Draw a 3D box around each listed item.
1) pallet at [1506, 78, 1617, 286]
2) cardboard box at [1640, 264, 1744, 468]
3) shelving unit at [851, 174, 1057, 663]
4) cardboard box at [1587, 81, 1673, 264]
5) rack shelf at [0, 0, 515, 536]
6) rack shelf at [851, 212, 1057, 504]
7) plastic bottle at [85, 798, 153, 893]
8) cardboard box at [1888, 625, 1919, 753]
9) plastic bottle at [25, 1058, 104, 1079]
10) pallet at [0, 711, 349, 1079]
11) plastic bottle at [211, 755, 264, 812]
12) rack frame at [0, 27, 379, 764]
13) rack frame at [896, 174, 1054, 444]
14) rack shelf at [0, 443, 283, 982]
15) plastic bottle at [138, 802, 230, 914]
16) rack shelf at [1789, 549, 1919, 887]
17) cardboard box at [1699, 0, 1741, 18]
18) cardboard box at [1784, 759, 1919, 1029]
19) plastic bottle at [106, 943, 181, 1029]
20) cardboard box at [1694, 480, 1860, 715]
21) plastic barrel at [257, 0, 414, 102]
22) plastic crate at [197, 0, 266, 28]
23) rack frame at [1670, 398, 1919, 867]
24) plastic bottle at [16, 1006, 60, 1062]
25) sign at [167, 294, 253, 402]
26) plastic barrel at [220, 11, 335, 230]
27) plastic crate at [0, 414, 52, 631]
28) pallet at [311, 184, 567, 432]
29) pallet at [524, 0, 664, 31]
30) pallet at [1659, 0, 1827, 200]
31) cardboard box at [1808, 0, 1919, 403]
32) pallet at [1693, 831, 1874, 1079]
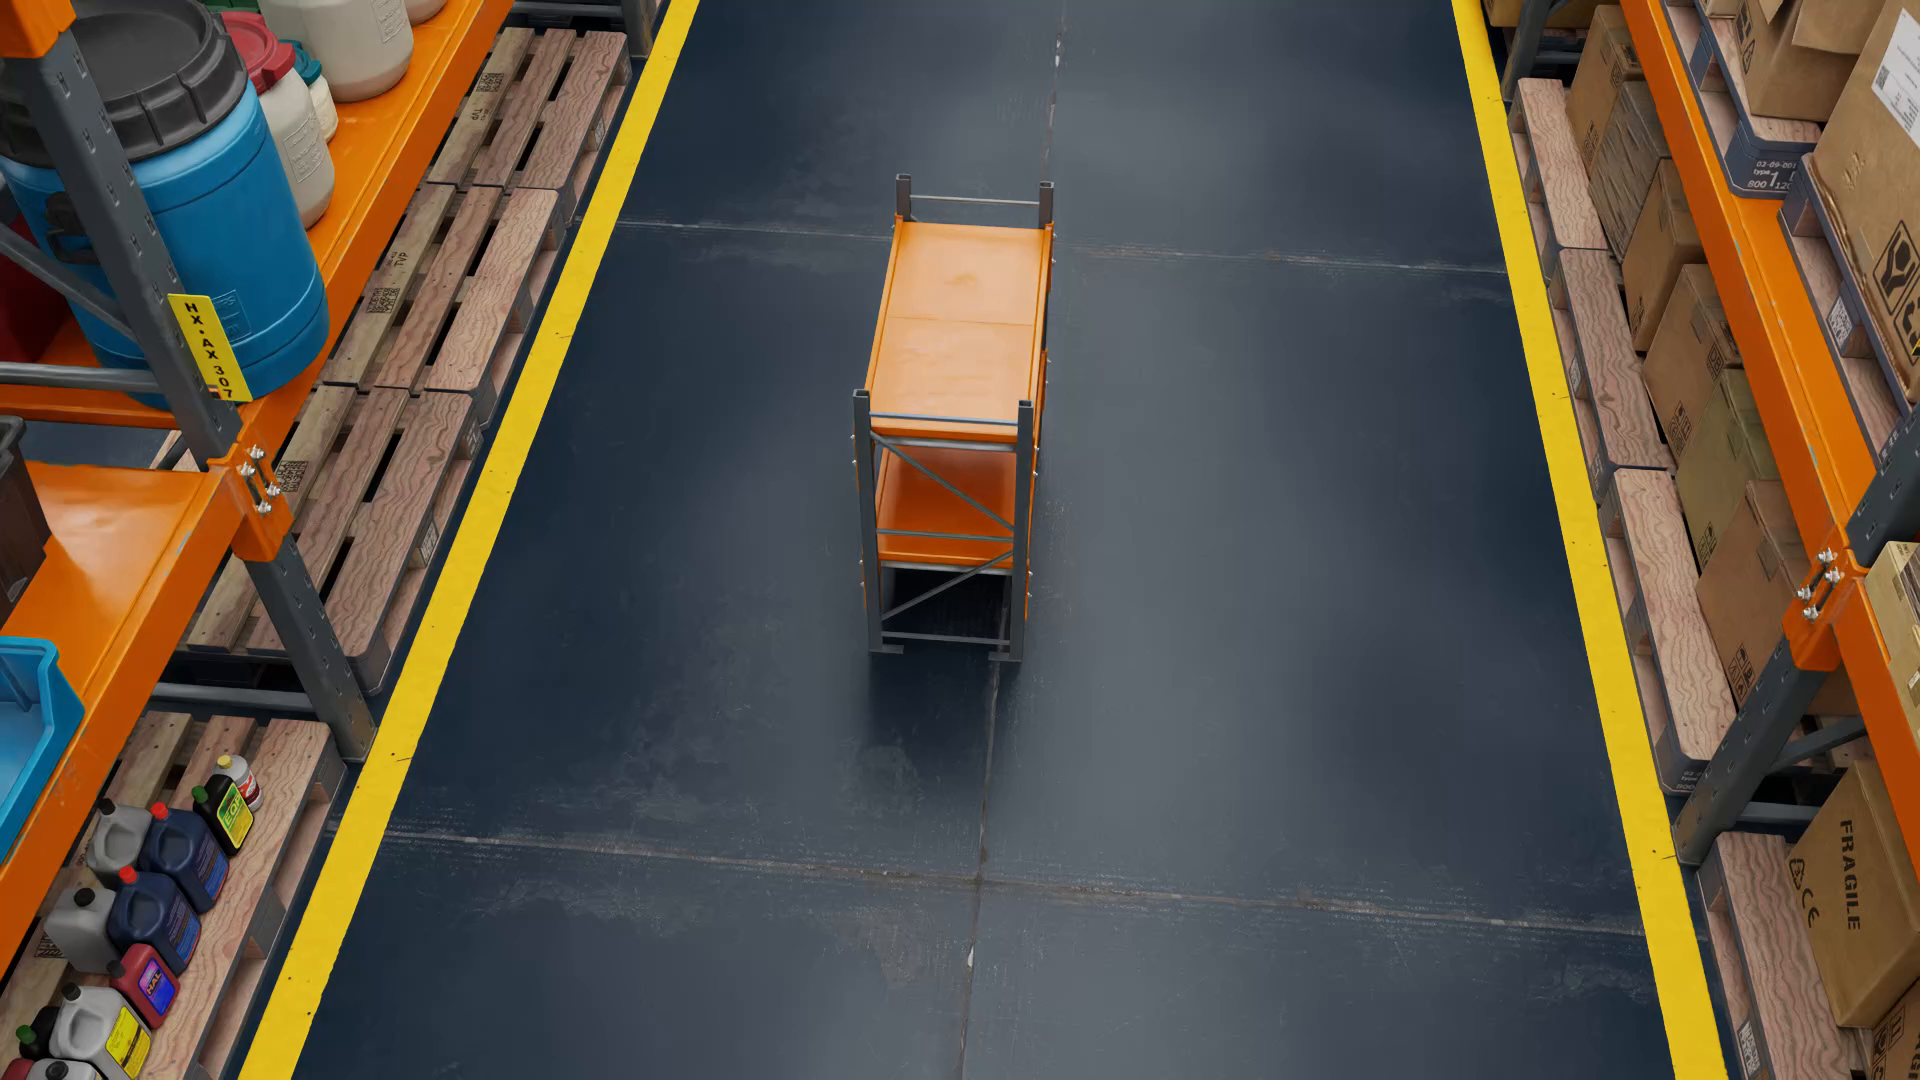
[{"bbox_3d":[2.902,-1.495,6.974,1.003,0.211,1.213,4,48,4],"label":"pallet"},{"bbox_3d":[2.800,-0.586,5.649,0.700,0.500,0.500,0,48,0],"label":"cardboard box"},{"bbox_3d":[0.001,-0.385,5.339,0.538,1.125,1.048,4,48,4],"label":"shelving unit"},{"bbox_3d":[2.895,-1.413,6.405,0.700,0.500,0.500,0,48,0],"label":"cardboard box"},{"bbox_3d":[-2.140,-1.631,5.696,1.077,0.370,4.000,4,48,4],"label":"rack shelf"},{"bbox_3d":[0.001,-0.582,5.123,0.538,0.278,1.000,4,48,4],"label":"rack shelf"},{"bbox_3d":[-2.238,0.825,4.460,0.144,0.351,0.185,4,48,4],"label":"plastic bottle"},{"bbox_3d":[2.255,0.335,3.581,0.380,0.149,0.250,4,48,4],"label":"cardboard box"},{"bbox_3d":[-2.160,1.357,4.024,0.152,0.276,0.135,5,48,4],"label":"plastic bottle"},{"bbox_3d":[-2.425,1.028,4.667,1.003,0.211,1.213,4,48,4],"label":"pallet"},{"bbox_3d":[-2.045,0.680,4.694,0.097,0.201,0.097,0,48,0],"label":"plastic bottle"},{"bbox_3d":[-2.323,-0.404,4.087,1.000,3.000,0.127,4,48,4],"label":"rack frame"},{"bbox_3d":[0.047,-0.758,5.681,0.500,1.125,0.032,4,48,4],"label":"rack frame"},{"bbox_3d":[-2.505,1.309,3.008,1.077,0.370,4.000,4,48,4],"label":"rack shelf"},{"bbox_3d":[-2.094,0.834,4.451,0.144,0.351,0.185,3,48,2],"label":"plastic bottle"},{"bbox_3d":[2.427,1.642,2.703,1.077,0.370,4.000,4,48,4],"label":"rack shelf"},{"bbox_3d":[2.592,-1.885,5.258,0.500,0.250,0.500,3,48,2],"label":"cardboard box"},{"bbox_3d":[2.533,0.922,4.283,0.500,0.500,0.500,3,48,2],"label":"cardboard box"},{"bbox_3d":[-2.085,1.121,4.235,0.061,0.283,0.133,7,48,6],"label":"plastic bottle"},{"bbox_3d":[2.687,0.175,4.953,0.700,0.500,0.500,1,48,1],"label":"cardboard box"},{"bbox_3d":[-1.950,-1.677,5.159,0.433,0.535,0.433,0,48,0],"label":"plastic barrel"},{"bbox_3d":[-2.445,-1.631,5.353,0.450,0.188,0.662,4,48,4],"label":"plastic crate"},{"bbox_3d":[2.610,-0.071,3.782,1.000,3.000,0.127,4,48,4],"label":"rack frame"},{"bbox_3d":[-2.246,1.247,4.119,0.061,0.283,0.133,4,48,4],"label":"plastic bottle"},{"bbox_3d":[-1.776,-0.452,3.943,0.100,0.325,0.005,4,48,4],"label":"sign"},{"bbox_3d":[-2.017,-1.138,4.666,0.433,0.535,0.433,0,48,0],"label":"plastic barrel"},{"bbox_3d":[-2.497,-0.007,3.766,0.767,0.338,0.504,4,48,4],"label":"plastic crate"},{"bbox_3d":[-2.181,-0.941,6.468,1.003,0.211,1.213,4,48,4],"label":"pallet"},{"bbox_3d":[-1.928,-2.984,8.336,1.003,0.211,1.213,4,48,4],"label":"pallet"},{"bbox_3d":[2.835,-1.488,5.208,1.003,0.211,1.213,4,48,4],"label":"pallet"},{"bbox_3d":[2.822,-0.989,3.931,1.000,1.000,1.000,4,48,4],"label":"cardboard box"},{"bbox_3d":[2.584,1.366,4.357,1.003,0.211,1.213,4,48,4],"label":"pallet"}]
